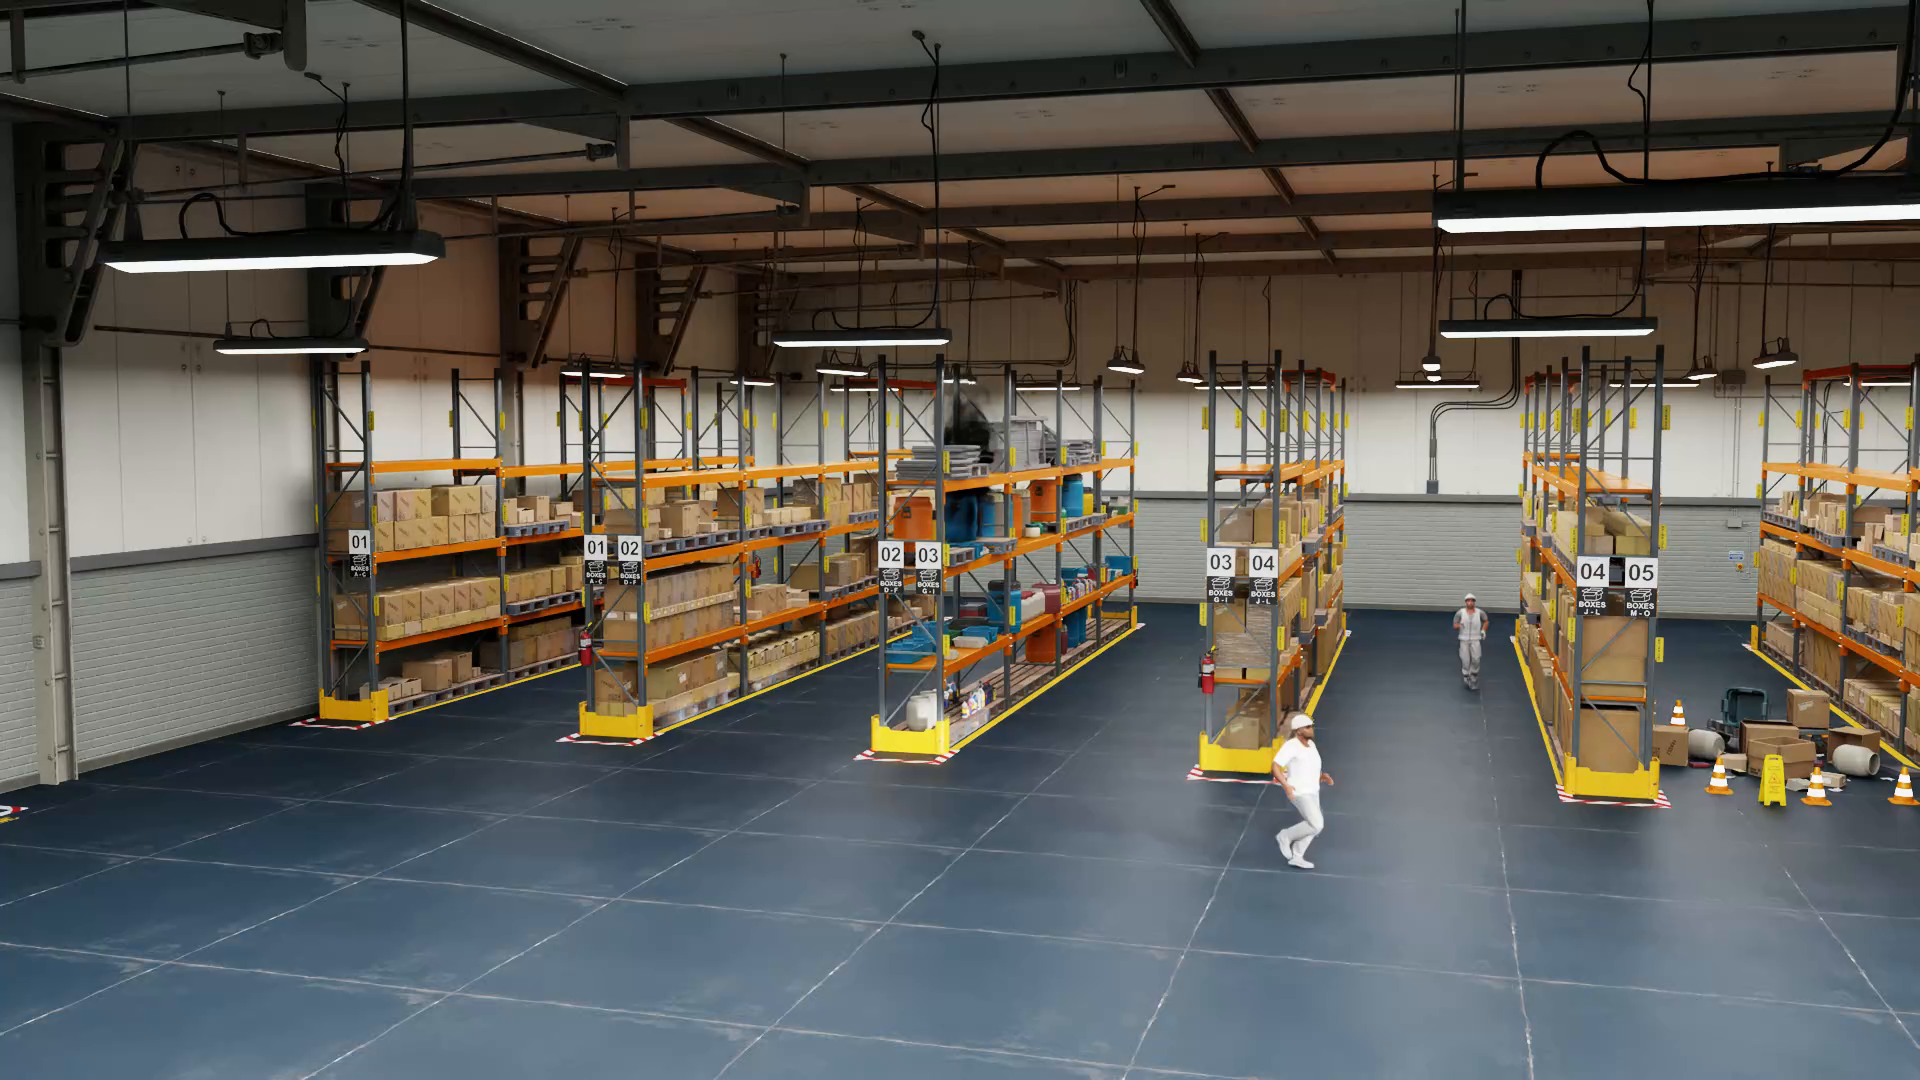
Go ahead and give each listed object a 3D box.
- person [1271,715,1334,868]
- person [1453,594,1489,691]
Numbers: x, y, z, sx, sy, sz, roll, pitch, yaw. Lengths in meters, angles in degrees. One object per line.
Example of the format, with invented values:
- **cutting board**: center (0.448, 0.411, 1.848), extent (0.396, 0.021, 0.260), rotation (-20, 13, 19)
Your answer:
- **person**: center (3.859, 2.813, 18.589), extent (0.576, 1.720, 0.698), rotation (3, 5, 40)
- **person**: center (9.493, 1.906, 30.924), extent (0.635, 1.809, 0.681), rotation (1, 4, 17)
